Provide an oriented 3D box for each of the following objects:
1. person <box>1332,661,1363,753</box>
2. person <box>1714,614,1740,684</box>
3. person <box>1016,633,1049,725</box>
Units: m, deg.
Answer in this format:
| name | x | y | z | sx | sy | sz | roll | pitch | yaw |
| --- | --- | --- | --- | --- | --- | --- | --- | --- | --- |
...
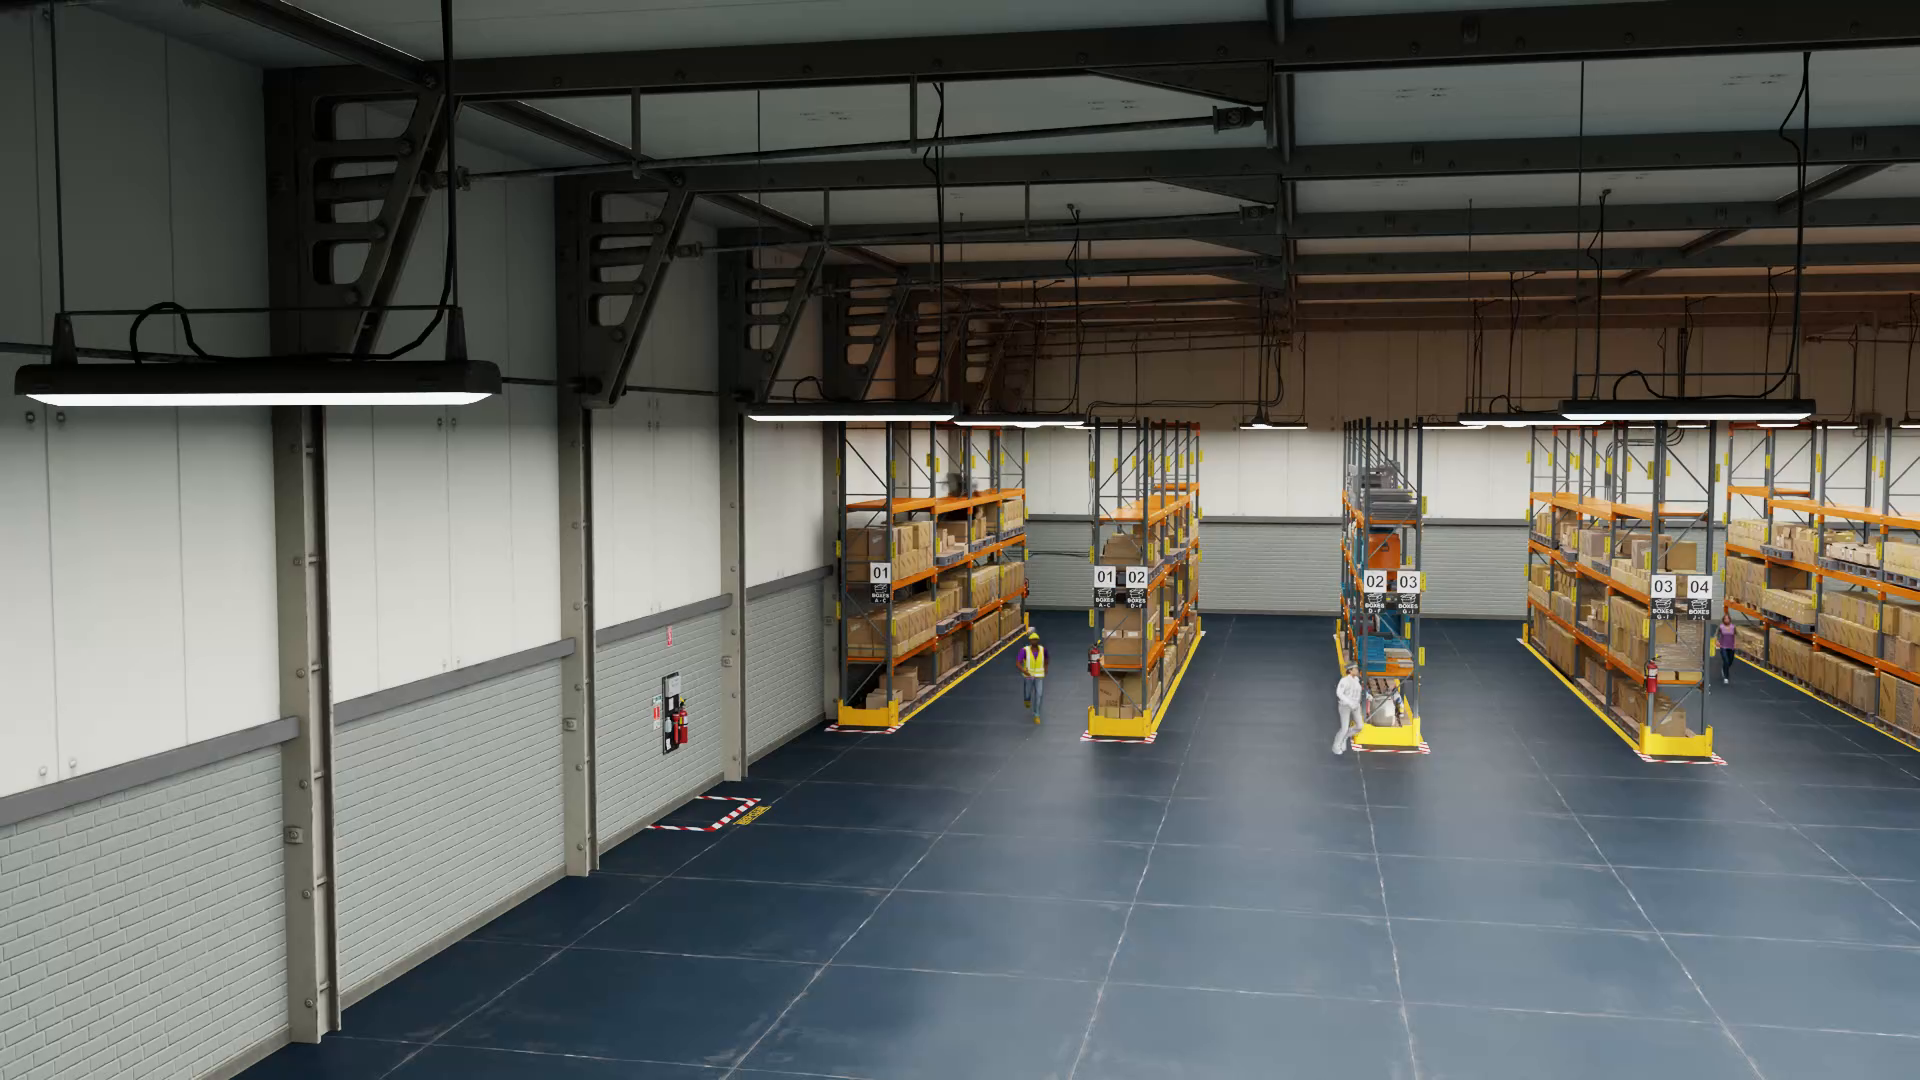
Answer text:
| name | x | y | z | sx | sy | sz | roll | pitch | yaw |
| --- | --- | --- | --- | --- | --- | --- | --- | --- | --- |
| person | 6.975 | 2.977 | 29.646 | 0.652 | 1.639 | 0.517 | -2 | 4 | -33 |
| person | 17.520 | 2.482 | 38.027 | 0.546 | 1.571 | 0.654 | 1 | 4 | 14 |
| person | 1.444 | 2.725 | 33.060 | 0.672 | 1.757 | 1.090 | 0 | 4 | -2 |
